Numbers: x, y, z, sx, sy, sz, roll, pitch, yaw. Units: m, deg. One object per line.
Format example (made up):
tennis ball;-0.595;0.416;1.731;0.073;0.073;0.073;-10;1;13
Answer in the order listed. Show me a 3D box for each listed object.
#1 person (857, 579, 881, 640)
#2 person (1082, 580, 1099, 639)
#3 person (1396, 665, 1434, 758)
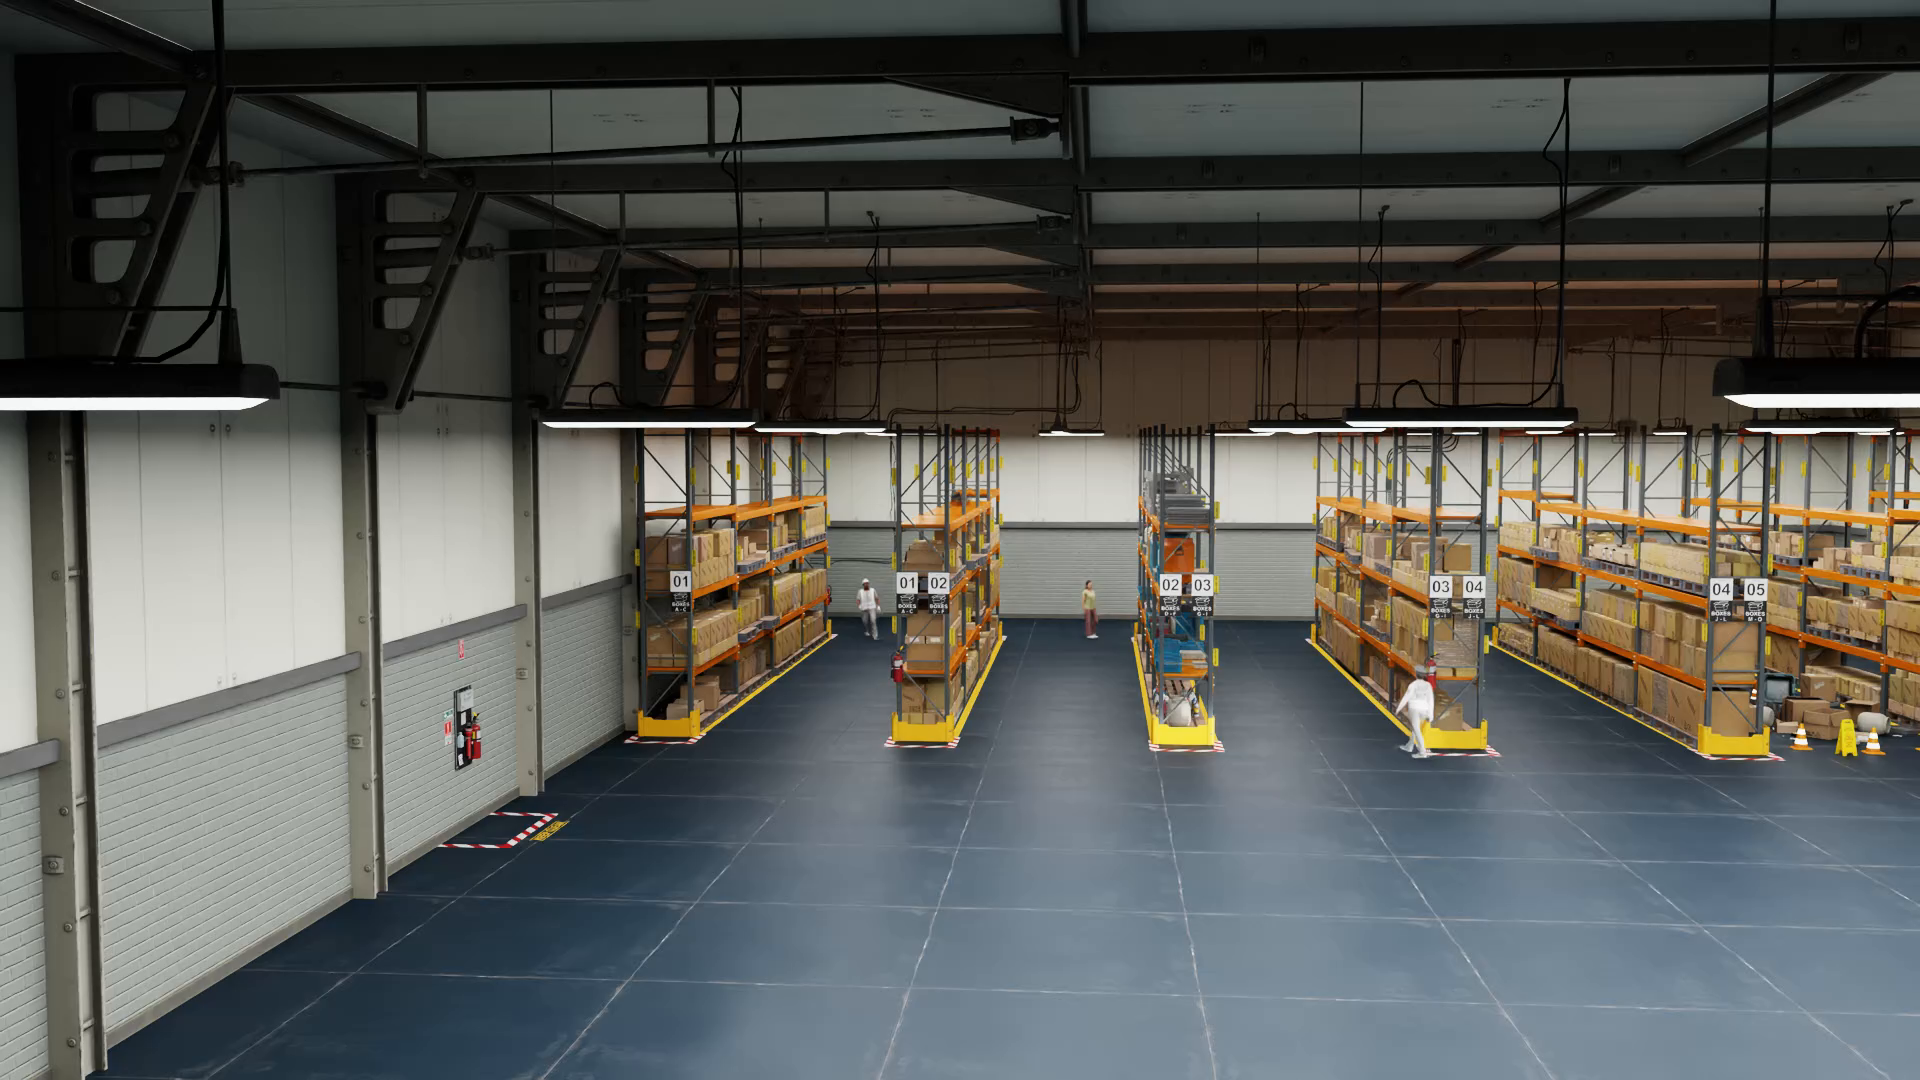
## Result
person;-2.602;1.976;47.392;0.676;1.736;0.890;0;3;1
person;3.747;1.999;47.687;0.533;1.693;0.392;-2;4;-34
person;8.182;3.057;29.908;0.588;1.632;0.960;-1;4;-14
